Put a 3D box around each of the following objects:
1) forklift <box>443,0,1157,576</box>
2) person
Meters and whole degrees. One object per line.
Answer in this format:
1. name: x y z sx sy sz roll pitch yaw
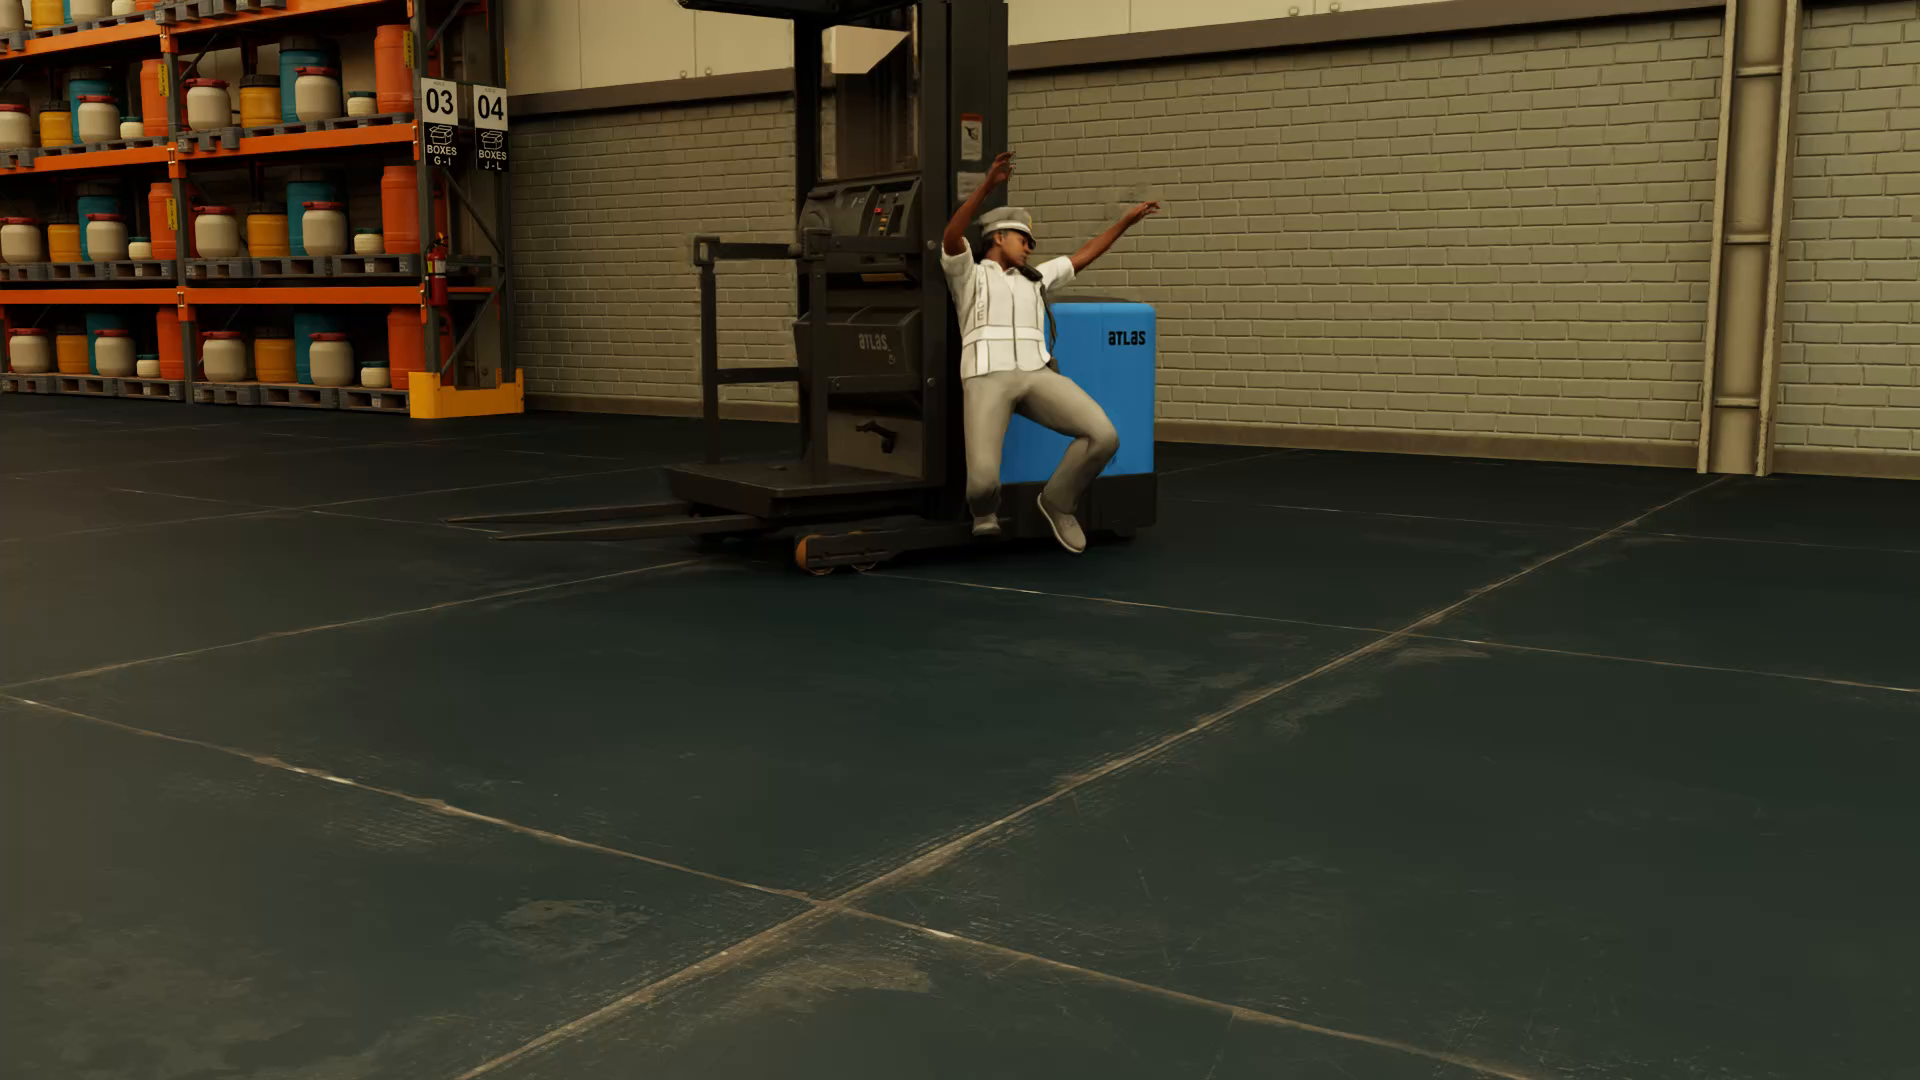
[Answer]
1. forklift: -0.611 -1.394 6.992 3.031 2.935 1.130 -5 10 -33
2. person: 0.392 -0.748 6.786 0.977 1.592 0.820 -3 8 -17
